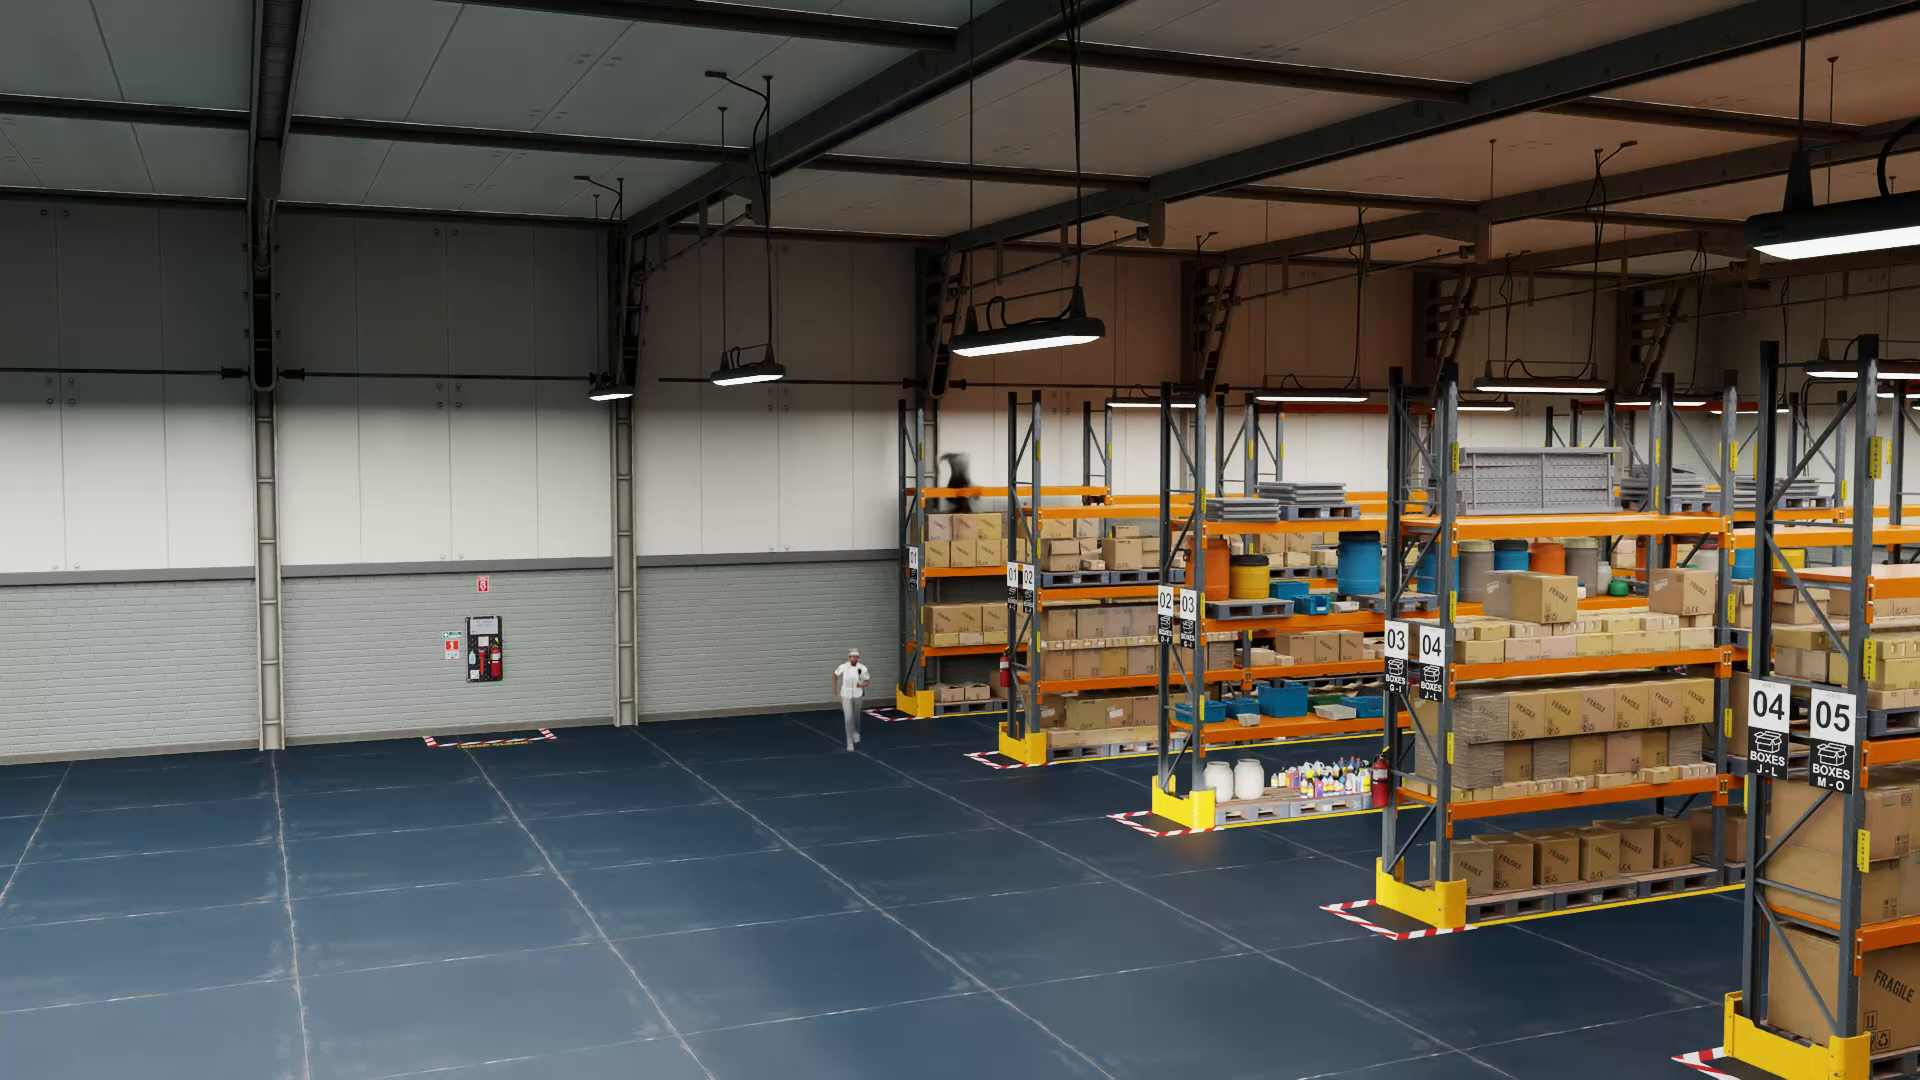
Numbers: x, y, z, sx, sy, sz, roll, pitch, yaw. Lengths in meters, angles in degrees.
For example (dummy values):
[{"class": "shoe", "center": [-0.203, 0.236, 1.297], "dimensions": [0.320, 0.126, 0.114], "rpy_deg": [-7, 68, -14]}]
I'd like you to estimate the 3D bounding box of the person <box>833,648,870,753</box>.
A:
[{"class": "person", "center": [-1.829, 2.676, 28.107], "dimensions": [0.610, 1.733, 0.881], "rpy_deg": [-1, 3, -9]}]
